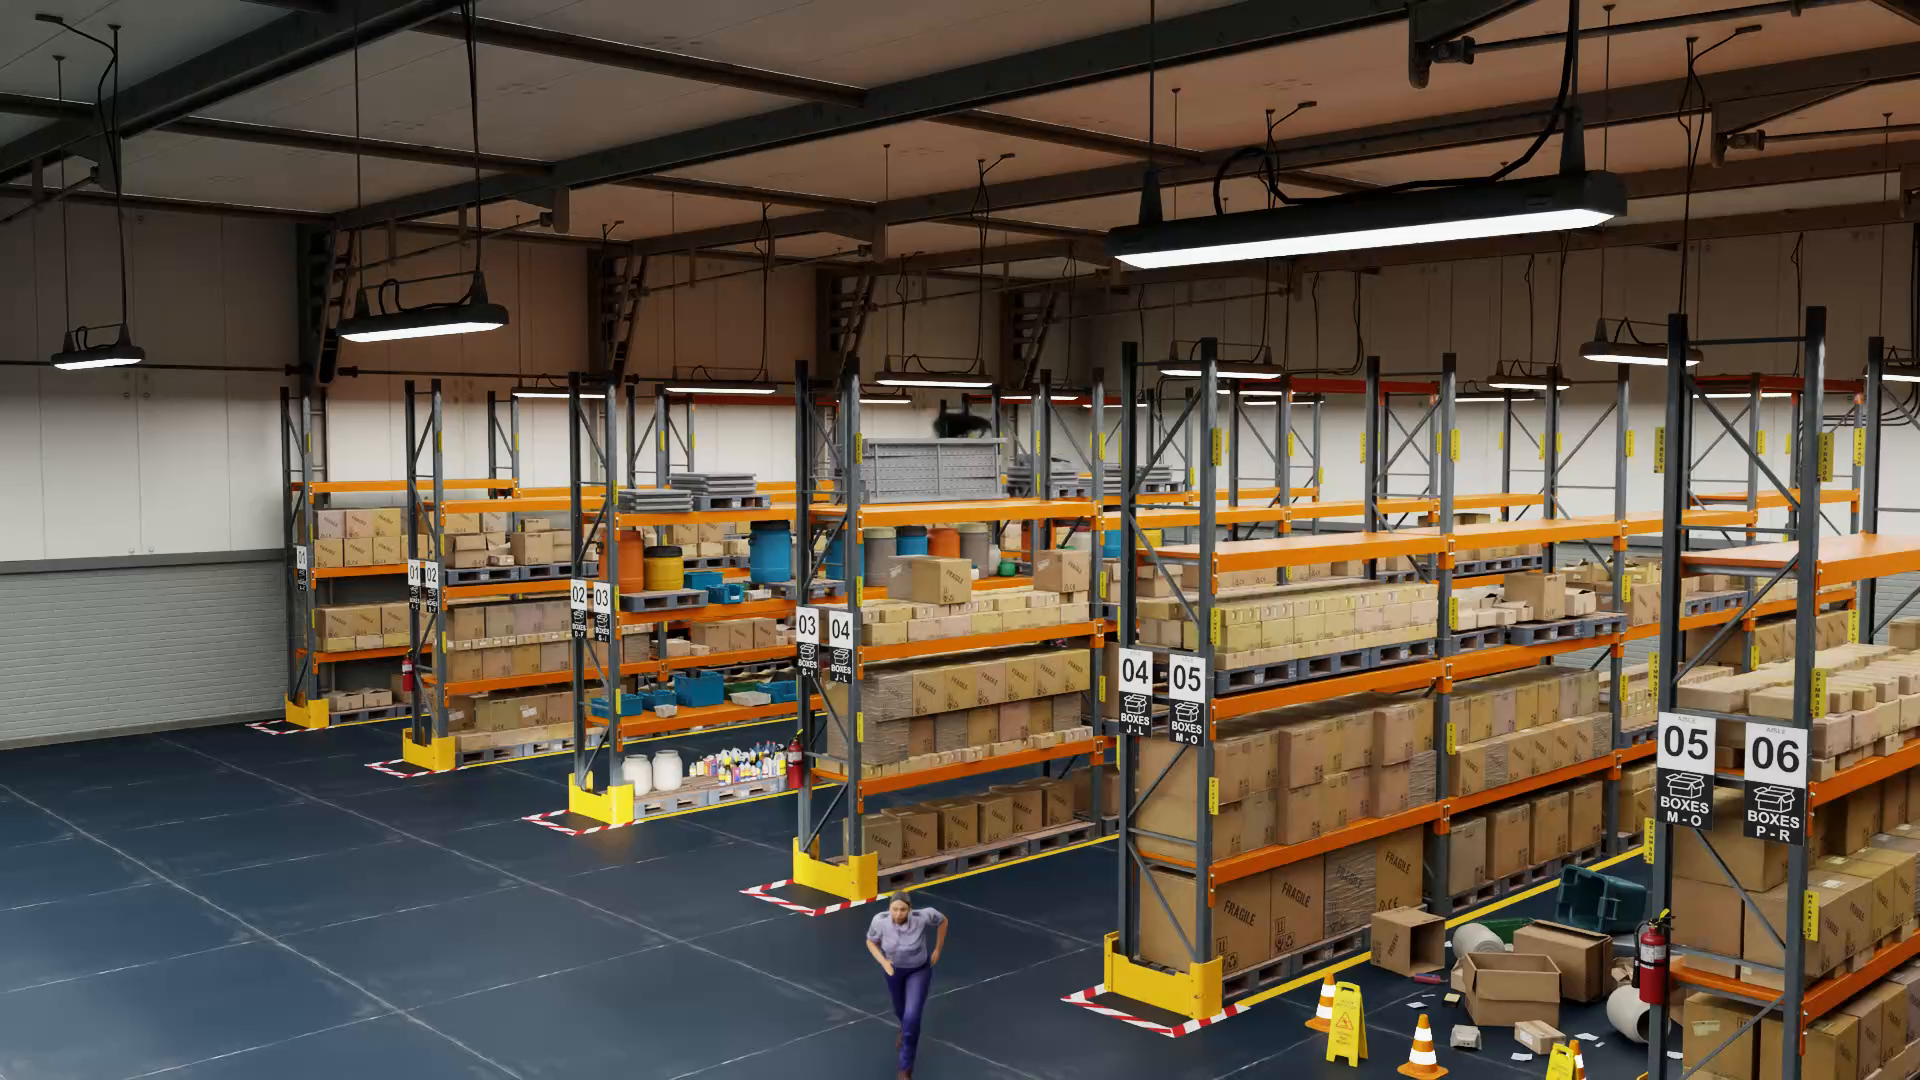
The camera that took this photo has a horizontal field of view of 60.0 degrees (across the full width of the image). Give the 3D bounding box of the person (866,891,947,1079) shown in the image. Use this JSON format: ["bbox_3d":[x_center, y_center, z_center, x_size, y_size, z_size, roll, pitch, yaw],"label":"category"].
[{"bbox_3d":[-0.420,3.547,13.523,0.649,1.613,0.962,0,4,4],"label":"person"}]

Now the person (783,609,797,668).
[{"bbox_3d":[-3.305,2.128,33.143,0.710,1.771,1.034,3,5,41],"label":"person"}]
